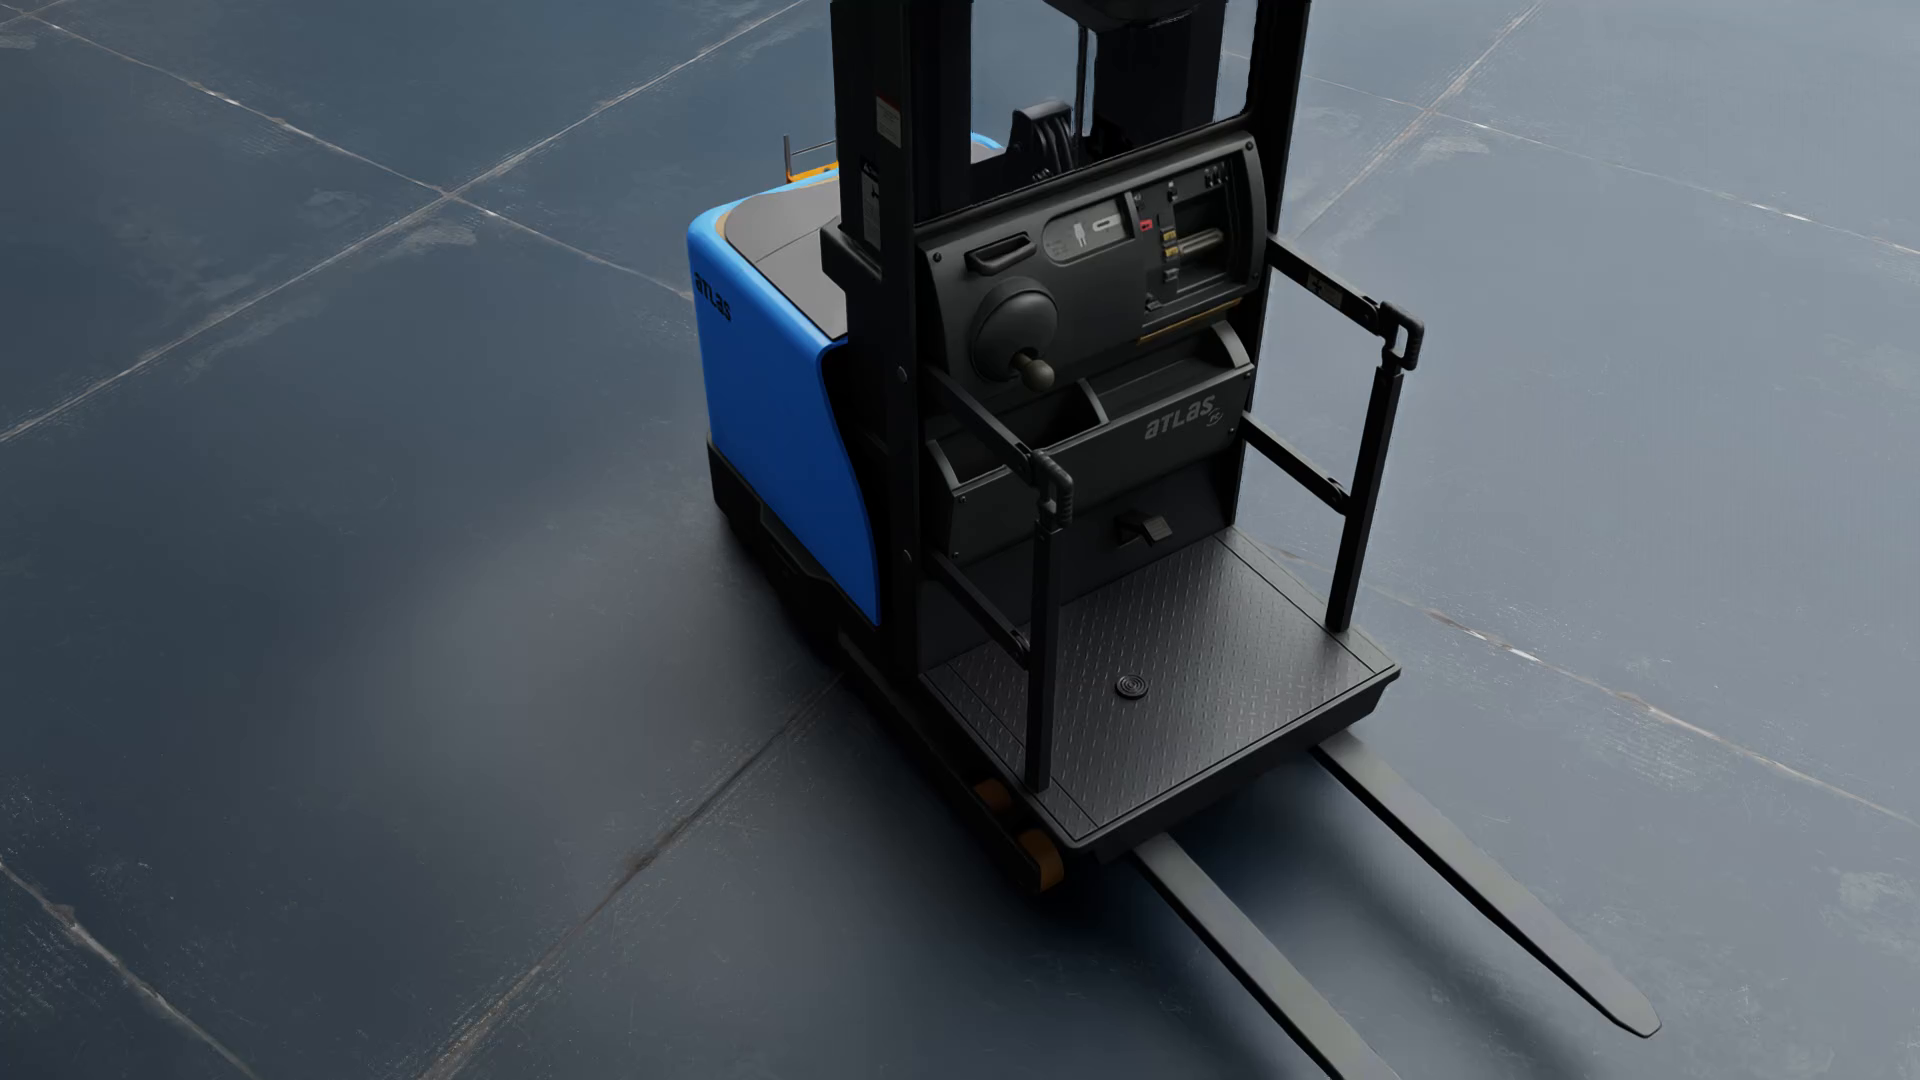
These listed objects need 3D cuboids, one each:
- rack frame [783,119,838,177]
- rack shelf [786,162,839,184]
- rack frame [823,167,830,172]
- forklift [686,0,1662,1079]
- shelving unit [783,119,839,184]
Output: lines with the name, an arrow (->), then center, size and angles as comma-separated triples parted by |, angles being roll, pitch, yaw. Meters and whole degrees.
rack frame -> -0.453, -0.874, 5.440 | 0.200, 1.050, 0.008 | -24, 47, -24
rack shelf -> -0.385, -1.010, 5.182 | 0.215, 0.259, 0.240 | -24, 47, -24
rack frame -> -0.317, -0.739, 5.288 | 0.200, 1.050, 0.008 | -24, 47, -24
forklift -> 0.450, -0.561, 3.679 | 1.130, 2.935, 3.031 | -24, 47, -24
shelving unit -> -0.385, -0.806, 5.364 | 0.215, 1.050, 0.252 | -24, 47, -24
